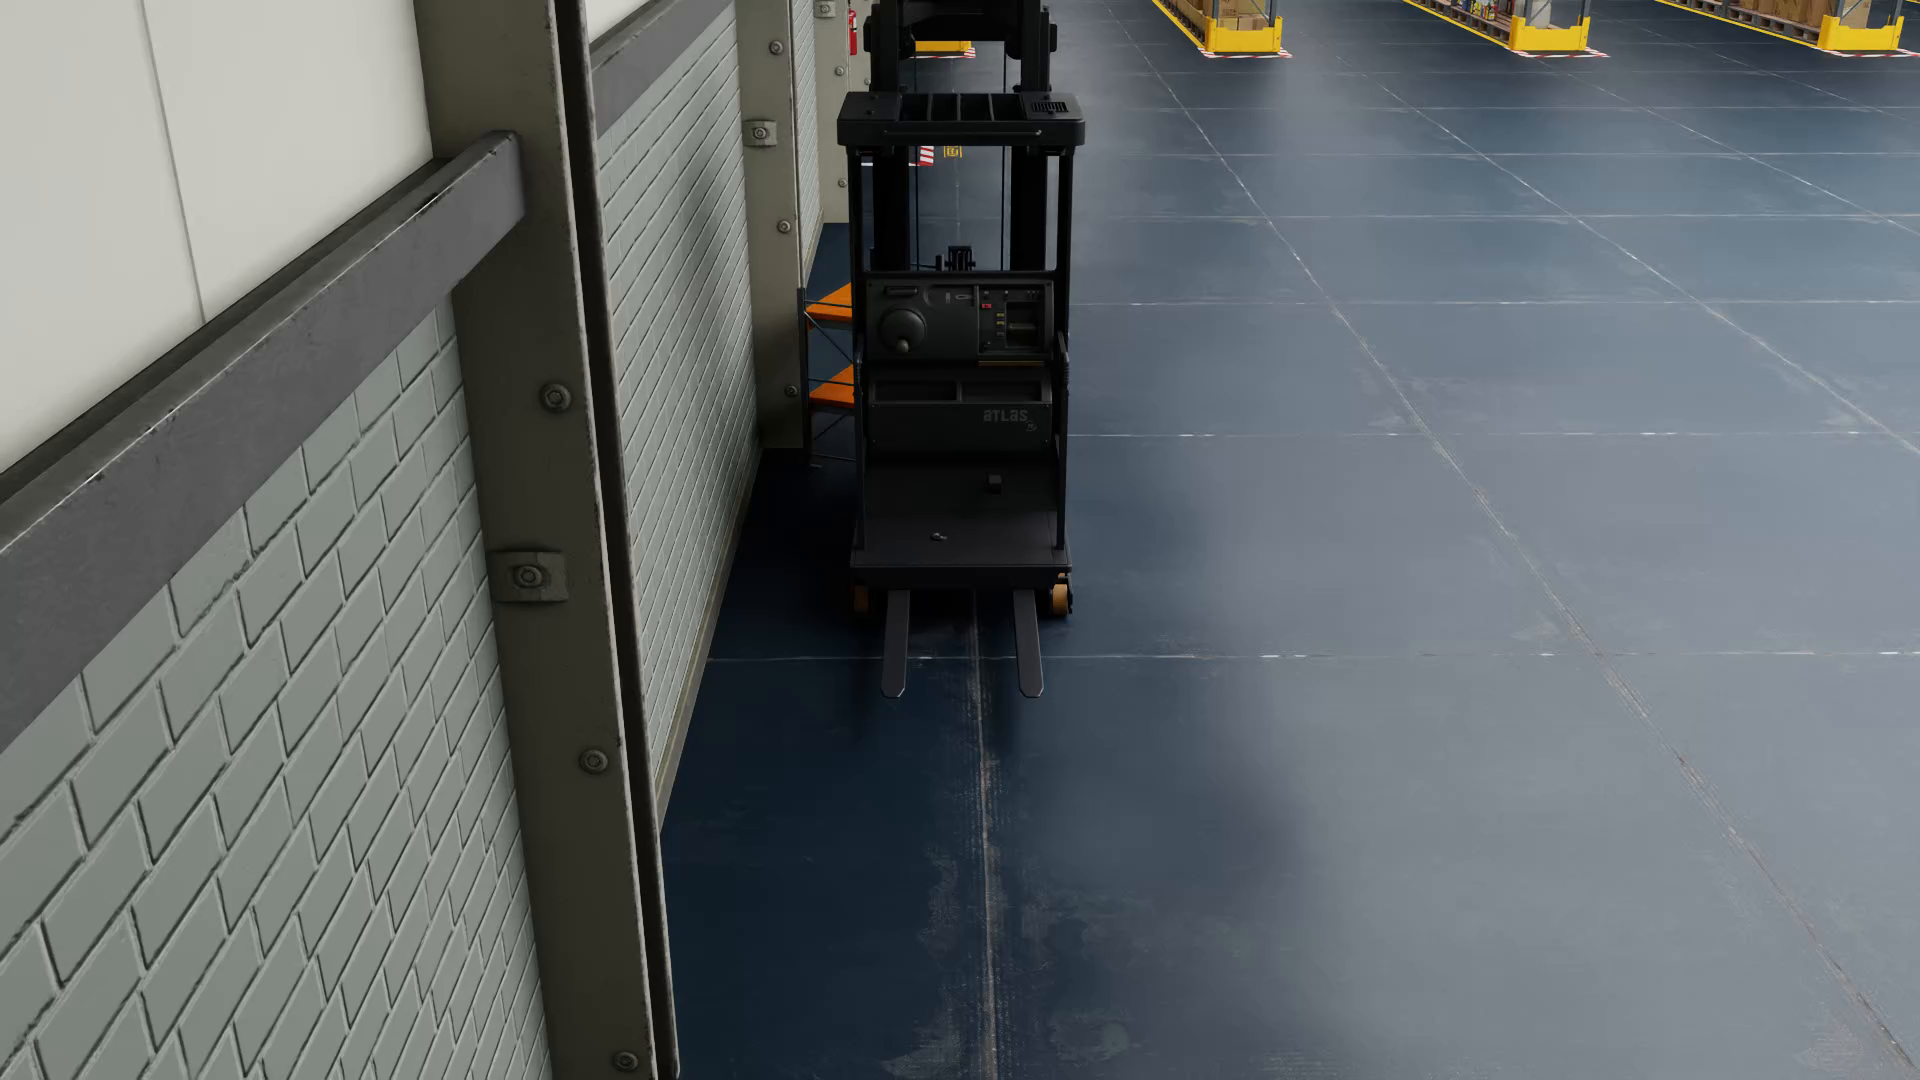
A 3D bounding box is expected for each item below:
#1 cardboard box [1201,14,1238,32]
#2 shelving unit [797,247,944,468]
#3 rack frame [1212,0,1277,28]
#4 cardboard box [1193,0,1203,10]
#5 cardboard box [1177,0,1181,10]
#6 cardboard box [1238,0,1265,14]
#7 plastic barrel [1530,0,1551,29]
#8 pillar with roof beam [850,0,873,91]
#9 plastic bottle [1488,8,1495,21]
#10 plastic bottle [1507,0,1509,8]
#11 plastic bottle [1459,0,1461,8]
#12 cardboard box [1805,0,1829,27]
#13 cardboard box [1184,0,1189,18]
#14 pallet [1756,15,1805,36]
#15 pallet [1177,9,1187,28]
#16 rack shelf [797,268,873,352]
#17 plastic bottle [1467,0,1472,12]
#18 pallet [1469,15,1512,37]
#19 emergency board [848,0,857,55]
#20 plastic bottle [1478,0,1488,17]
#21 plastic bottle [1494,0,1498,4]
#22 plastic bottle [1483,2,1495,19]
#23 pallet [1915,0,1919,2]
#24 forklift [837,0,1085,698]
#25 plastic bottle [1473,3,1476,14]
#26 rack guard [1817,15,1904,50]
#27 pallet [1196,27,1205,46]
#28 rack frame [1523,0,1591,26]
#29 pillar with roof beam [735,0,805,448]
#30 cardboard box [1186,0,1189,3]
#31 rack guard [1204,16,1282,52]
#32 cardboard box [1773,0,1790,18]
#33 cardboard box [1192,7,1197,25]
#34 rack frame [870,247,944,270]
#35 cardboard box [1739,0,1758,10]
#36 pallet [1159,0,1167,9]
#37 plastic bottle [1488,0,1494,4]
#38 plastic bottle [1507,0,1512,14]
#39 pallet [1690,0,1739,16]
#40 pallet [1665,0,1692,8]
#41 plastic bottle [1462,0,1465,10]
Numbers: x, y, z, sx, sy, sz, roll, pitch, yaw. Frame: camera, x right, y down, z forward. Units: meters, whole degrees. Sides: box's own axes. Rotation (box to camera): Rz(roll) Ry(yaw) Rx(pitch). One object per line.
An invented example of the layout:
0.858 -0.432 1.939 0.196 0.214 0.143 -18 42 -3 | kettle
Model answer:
4.196 -8.347 26.892 0.500 0.250 0.500 0 24 -1 | cardboard box
-0.533 -1.131 10.386 0.538 1.125 1.048 10 26 20 | shelving unit
4.497 -9.188 25.926 1.000 3.000 0.127 0 24 -1 | rack frame
4.168 -9.100 27.648 0.500 0.500 0.500 0 24 -1 | cardboard box
4.155 -9.583 29.625 0.500 0.250 0.500 0 24 -1 | cardboard box
4.706 -8.897 27.198 0.500 0.500 0.500 0 24 -1 | cardboard box
9.367 -8.538 26.997 0.421 0.512 0.421 0 24 0 | plastic barrel
3.041 -9.730 19.843 9.100 9.000 0.400 0 24 -1 | pillar with roof beam
8.992 -8.889 28.127 0.097 0.201 0.097 0 24 0 | plastic bottle
9.704 -9.508 29.313 0.144 0.351 0.185 -1 24 -3 | plastic bottle
8.973 -9.608 29.715 0.097 0.201 0.097 0 24 0 | plastic bottle
14.372 -8.787 27.563 0.500 0.500 0.500 6 25 13 | cardboard box
4.156 -9.171 28.714 0.500 0.250 0.500 0 24 -1 | cardboard box
14.418 -8.829 28.514 1.003 0.211 1.213 0 24 -1 | pallet
4.420 -9.238 29.420 1.003 0.211 1.213 0 24 -1 | pallet
-0.533 -1.398 10.265 0.538 0.278 1.000 10 26 20 | rack shelf
9.003 -9.439 29.160 0.144 0.351 0.185 -1 24 -3 | plastic bottle
9.389 -8.806 28.464 1.003 0.211 1.213 0 24 -1 | pallet
-1.274 -5.958 18.784 0.194 1.169 0.643 0 24 -1 | emergency board
9.009 -9.187 28.603 0.144 0.351 0.185 1 24 2 | plastic bottle
9.558 -9.586 29.486 0.144 0.351 0.185 0 24 -1 | plastic bottle
9.017 -9.027 28.341 0.152 0.276 0.135 0 24 0 | plastic bottle
19.220 -10.411 32.014 1.003 0.211 1.213 0 24 -1 | pallet
0.003 -1.076 8.072 1.130 2.935 3.031 0 24 0 | forklift
8.982 -9.254 28.933 0.097 0.201 0.097 0 24 0 | plastic bottle
14.402 -8.124 26.606 1.175 0.500 0.348 0 24 -1 | rack guard
4.447 -8.233 27.197 1.003 0.211 1.213 0 24 -1 | pallet
9.450 -9.209 25.972 1.000 3.000 0.127 0 24 -1 | rack frame
3.172 -4.785 8.910 9.100 9.000 0.400 0 24 -1 | pillar with roof beam
4.157 -9.512 28.559 0.500 0.500 0.500 0 24 -1 | cardboard box
4.498 -8.040 26.419 1.175 0.500 0.348 0 24 -1 | rack guard
14.423 -9.276 28.643 0.500 0.500 0.500 -2 24 -5 | cardboard box
4.171 -8.759 27.803 0.500 0.250 0.500 0 24 -1 | cardboard box
-0.340 -1.325 10.814 0.500 1.125 0.032 10 26 20 | rack frame
14.324 -9.767 29.729 0.500 0.500 0.500 -1 24 -2 | cardboard box
4.390 -10.374 31.930 1.003 0.211 1.213 0 24 -1 | pallet
9.155 -9.240 28.812 0.152 0.276 0.135 0 24 -1 | plastic bottle
9.605 -9.333 29.008 0.061 0.283 0.133 0 24 -1 | plastic bottle
14.349 -9.930 30.949 1.003 0.211 1.213 0 24 -1 | pallet
14.333 -10.434 32.064 1.003 0.211 1.213 0 24 -1 | pallet
9.003 -9.551 29.498 0.152 0.276 0.135 1 24 1 | plastic bottle
